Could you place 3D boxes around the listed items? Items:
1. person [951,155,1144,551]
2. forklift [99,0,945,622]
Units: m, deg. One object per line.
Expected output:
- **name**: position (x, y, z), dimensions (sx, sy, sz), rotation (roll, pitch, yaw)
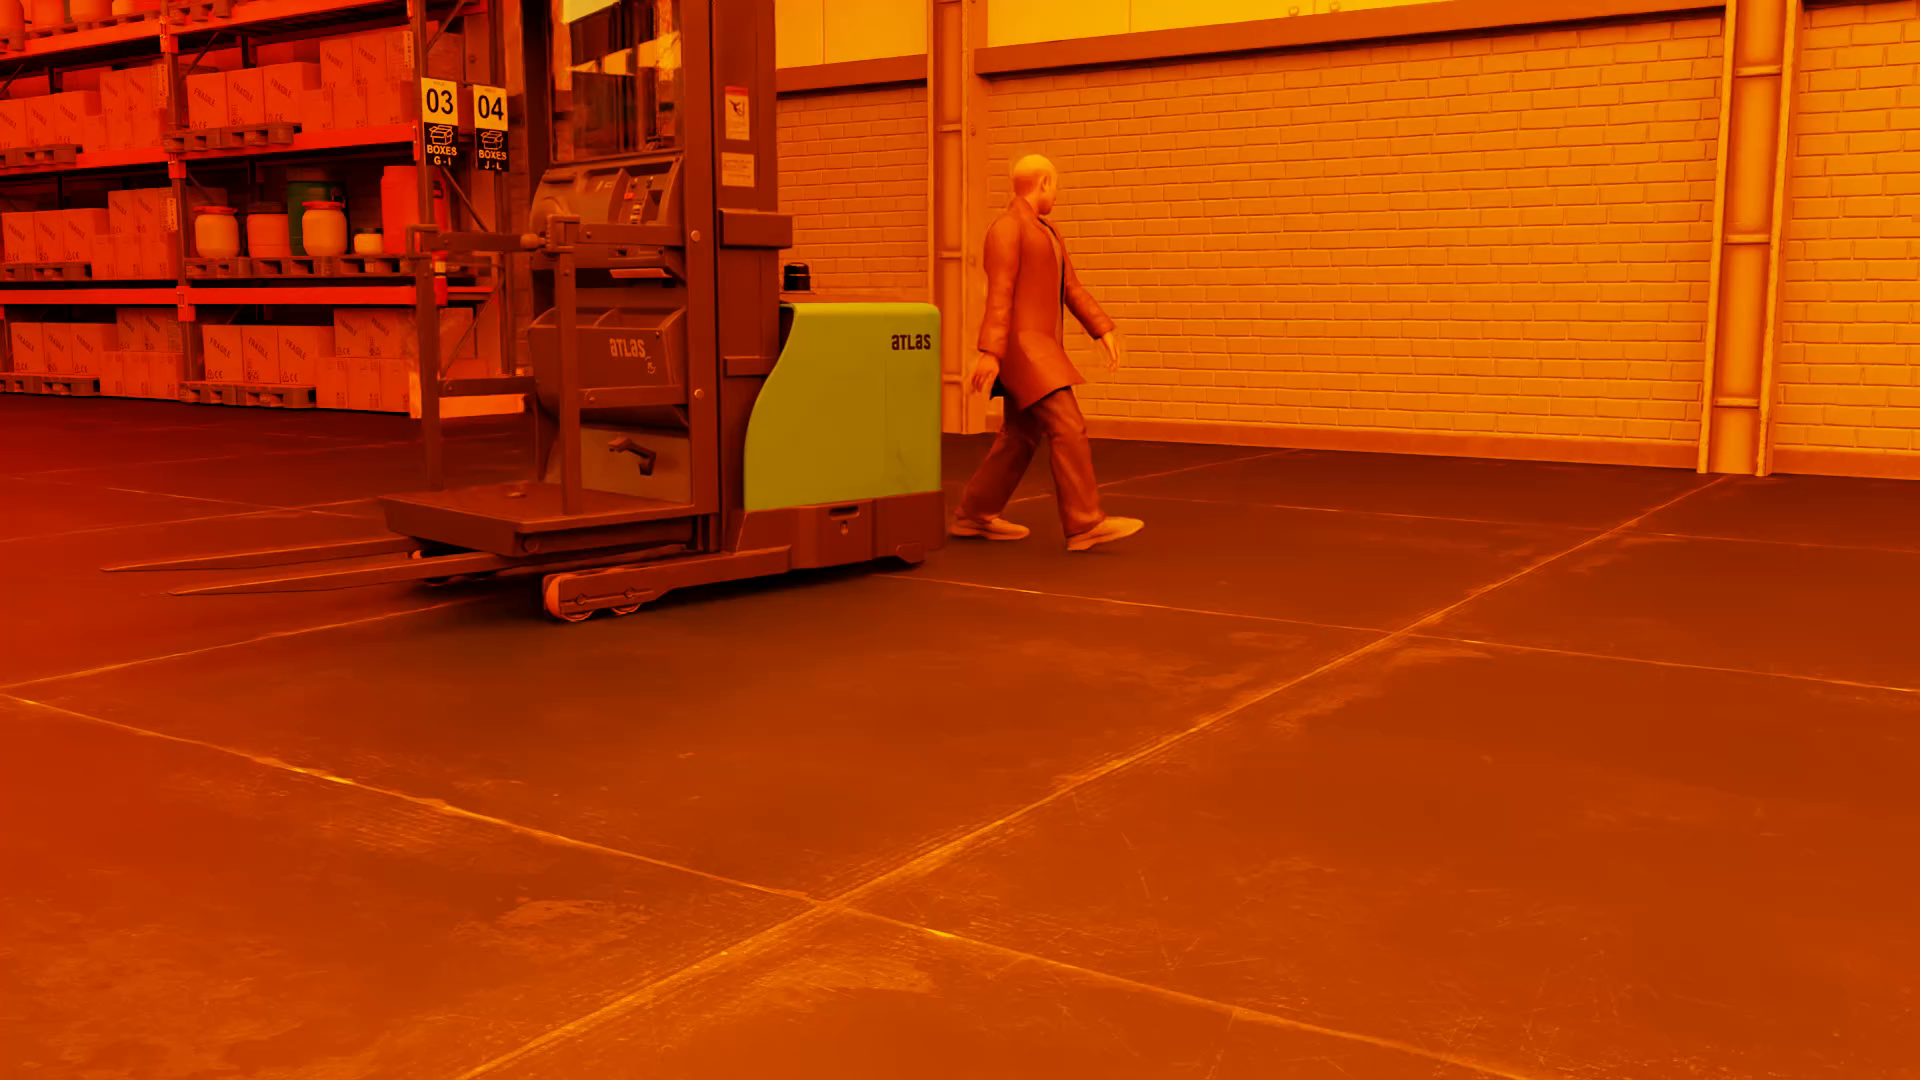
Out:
- **person**: position (0.371, -0.817, 7.310), dimensions (0.941, 1.733, 0.720), rotation (2, 8, 15)
- **forklift**: position (-1.468, -1.254, 6.011), dimensions (3.031, 2.935, 1.130), rotation (-8, 11, -44)
